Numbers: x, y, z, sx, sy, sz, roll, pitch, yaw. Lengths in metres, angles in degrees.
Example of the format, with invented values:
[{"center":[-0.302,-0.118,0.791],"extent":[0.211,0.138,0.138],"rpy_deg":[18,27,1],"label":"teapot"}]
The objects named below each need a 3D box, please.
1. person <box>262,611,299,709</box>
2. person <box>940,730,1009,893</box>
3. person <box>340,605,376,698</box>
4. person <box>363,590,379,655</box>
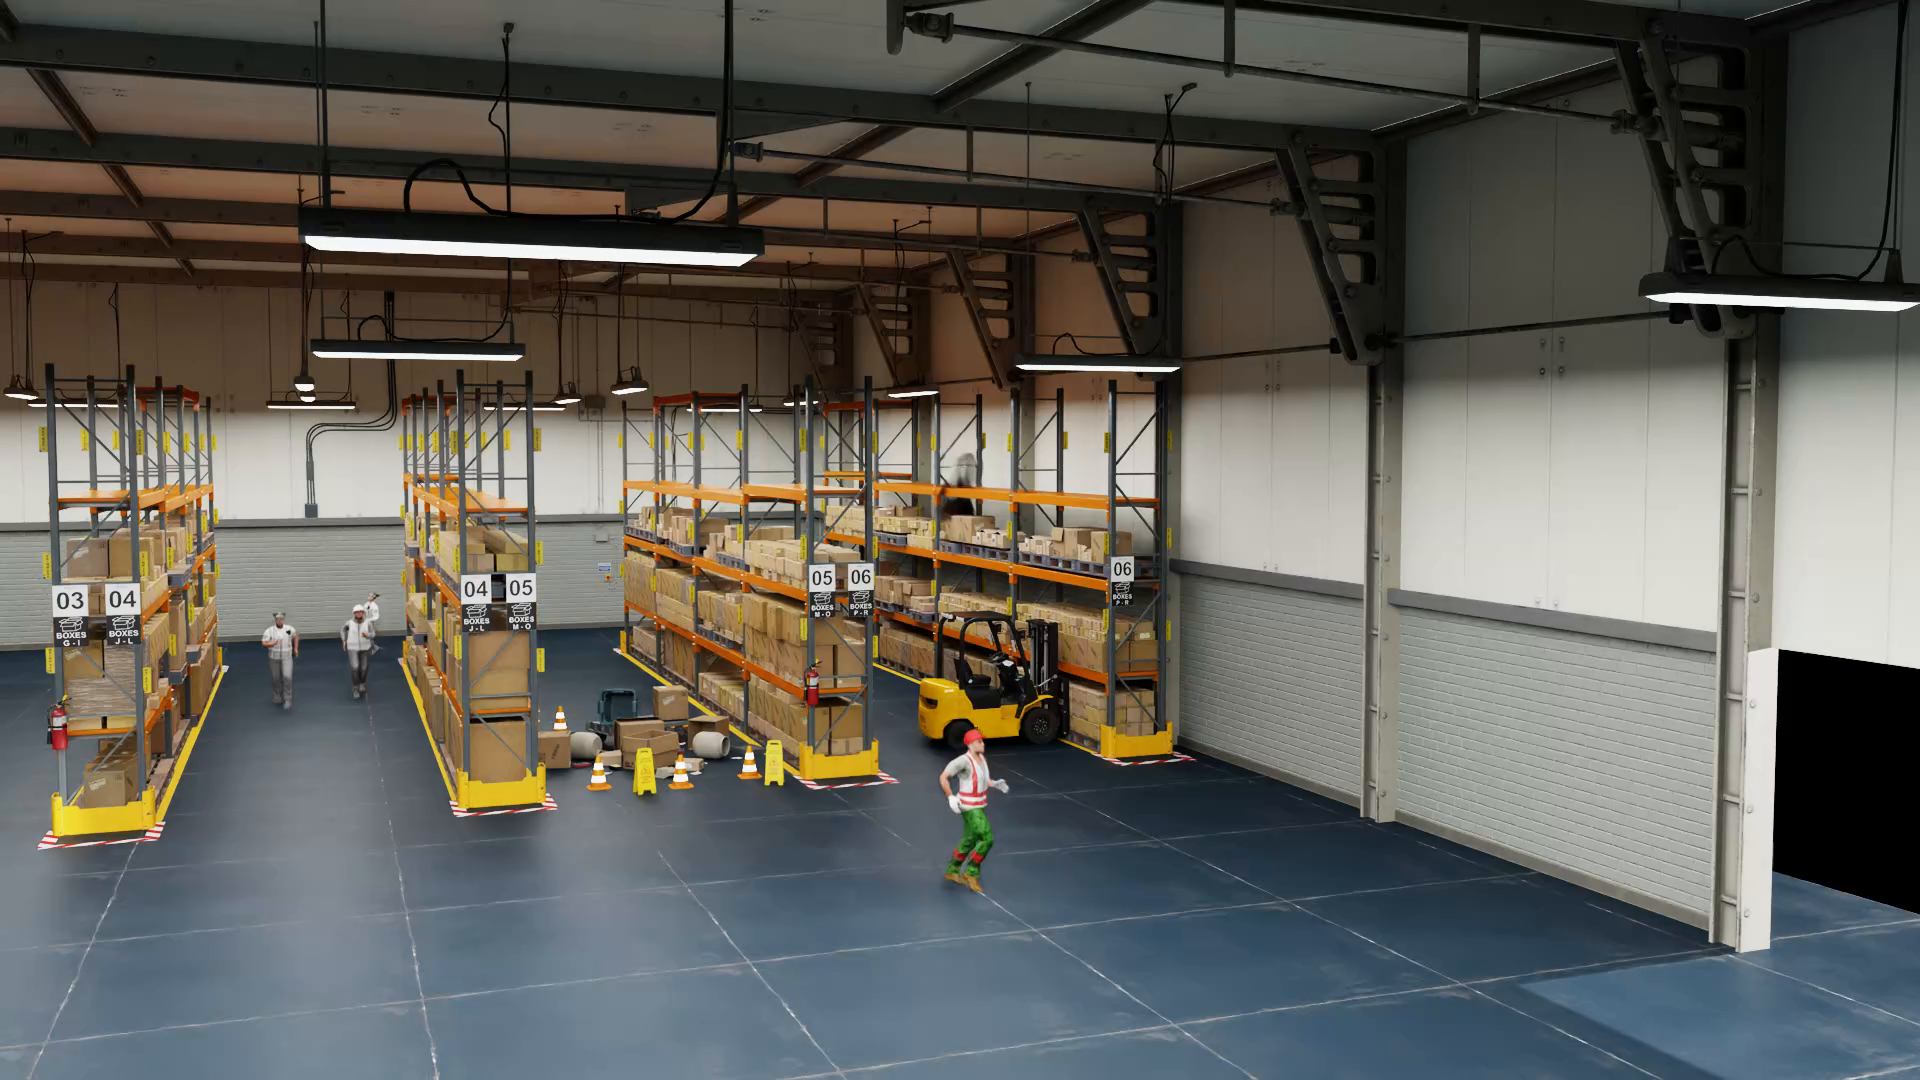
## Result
[{"center":[-12.907,2.254,31.602],"extent":[0.649,1.812,0.914],"rpy_deg":[-1,4,-22],"label":"person"},{"center":[0.167,3.030,18.670],"extent":[0.738,1.816,0.642],"rpy_deg":[1,4,23],"label":"person"},{"center":[-11.888,2.197,32.892],"extent":[0.628,1.836,0.773],"rpy_deg":[-2,4,-28],"label":"person"},{"center":[-13.718,1.969,38.408],"extent":[0.619,1.626,0.700],"rpy_deg":[-2,4,-36],"label":"person"}]
